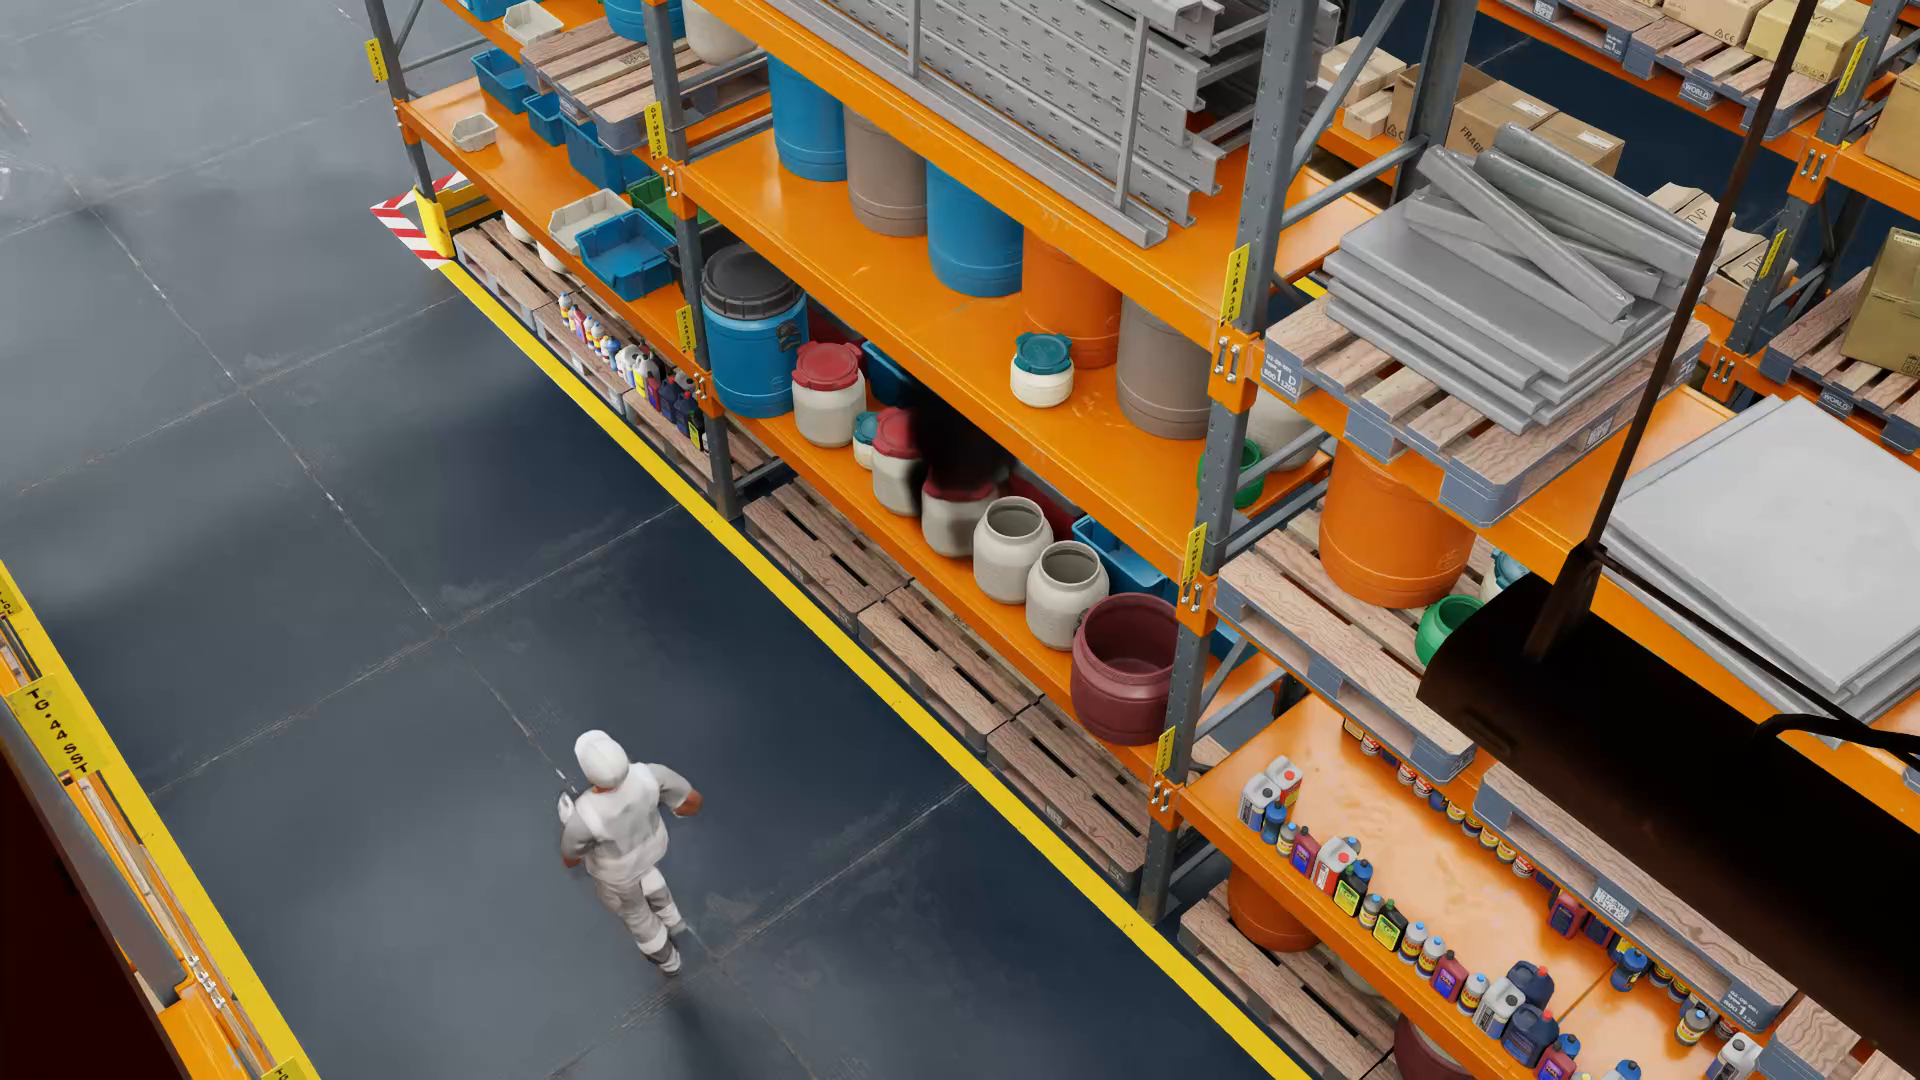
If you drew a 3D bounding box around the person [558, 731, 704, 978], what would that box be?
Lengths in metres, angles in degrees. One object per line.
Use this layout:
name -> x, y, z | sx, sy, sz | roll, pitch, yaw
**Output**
person -> -1.623, 1.455, 7.985 | 0.603, 1.763, 0.664 | 35, 56, 28
